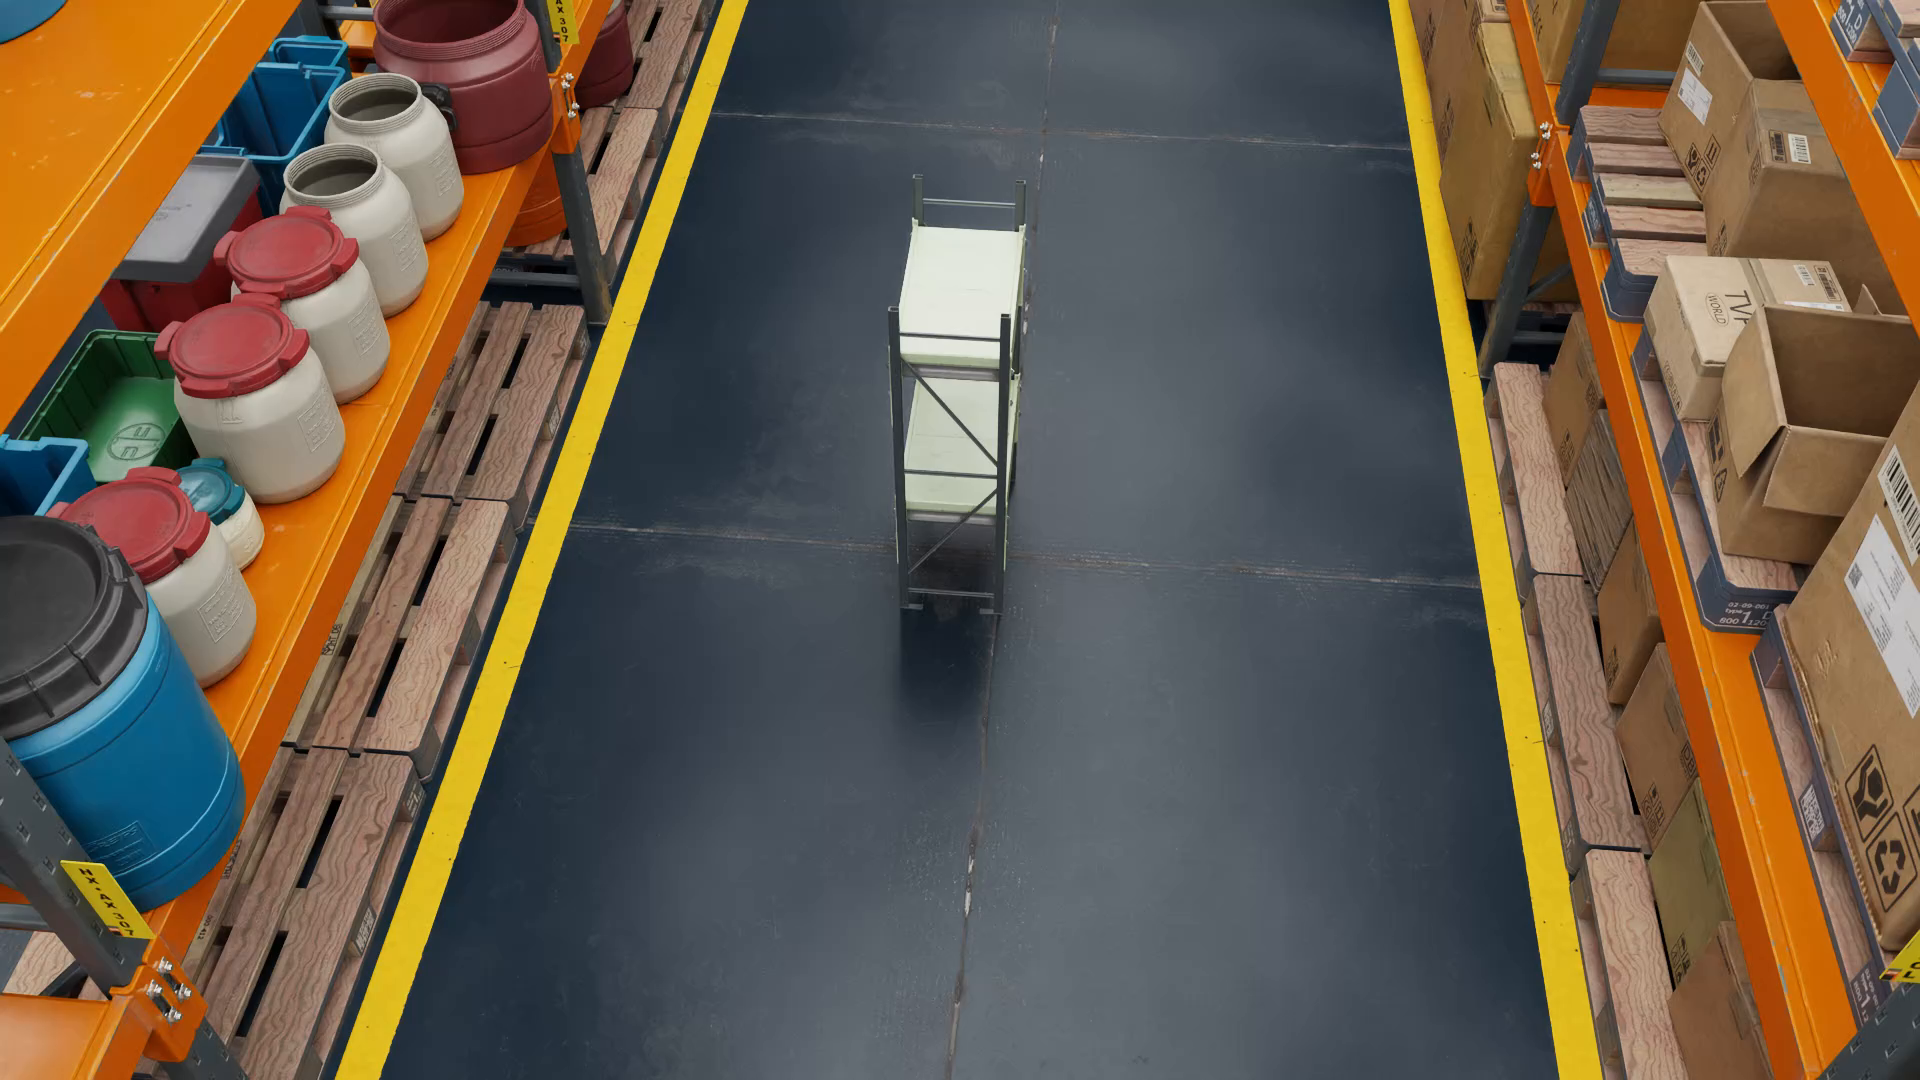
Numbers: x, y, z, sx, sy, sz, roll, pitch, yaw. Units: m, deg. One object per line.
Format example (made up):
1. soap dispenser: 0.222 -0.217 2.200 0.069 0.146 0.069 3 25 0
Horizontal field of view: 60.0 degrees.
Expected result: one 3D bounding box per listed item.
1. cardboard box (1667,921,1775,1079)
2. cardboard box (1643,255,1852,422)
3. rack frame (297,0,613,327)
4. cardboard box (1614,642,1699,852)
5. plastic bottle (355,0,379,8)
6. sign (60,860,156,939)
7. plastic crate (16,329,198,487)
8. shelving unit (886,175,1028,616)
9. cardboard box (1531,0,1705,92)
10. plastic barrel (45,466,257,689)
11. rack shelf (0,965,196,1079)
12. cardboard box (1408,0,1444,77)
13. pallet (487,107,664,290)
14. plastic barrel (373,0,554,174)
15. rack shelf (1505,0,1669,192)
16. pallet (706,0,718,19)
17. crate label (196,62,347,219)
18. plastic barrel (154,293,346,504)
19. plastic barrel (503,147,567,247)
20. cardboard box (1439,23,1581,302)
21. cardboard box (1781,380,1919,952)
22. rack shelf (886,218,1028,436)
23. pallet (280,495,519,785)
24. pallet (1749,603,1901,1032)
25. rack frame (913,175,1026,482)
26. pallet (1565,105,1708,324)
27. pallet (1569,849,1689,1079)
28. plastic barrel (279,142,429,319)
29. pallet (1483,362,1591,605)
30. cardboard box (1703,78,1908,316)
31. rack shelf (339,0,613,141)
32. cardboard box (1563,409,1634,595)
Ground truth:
1. cardboard box: 2.529 1.447 4.789 0.700 0.500 0.500 1 48 1
2. cardboard box: 2.435 -0.612 5.094 0.500 0.250 0.500 3 48 2
3. rack frame: -2.116 -2.070 6.611 1.000 3.000 0.127 4 48 4
4. cardboard box: 2.642 0.687 5.485 0.700 0.500 0.500 0 48 0
5. plastic bottle: -2.504 -2.357 6.952 0.061 0.283 0.133 4 48 4
6. sign: -1.934 0.821 3.779 0.100 0.325 0.005 4 48 4
7. plastic crate: -2.603 -0.358 5.189 0.450 0.188 0.662 4 48 4
8. shelving unit: -0.001 -0.501 6.192 0.431 1.500 0.755 4 48 4
9. cardboard box: 2.615 -2.150 6.616 0.500 0.500 0.500 5 48 5
10. plastic barrel: -2.175 0.135 4.502 0.433 0.535 0.433 0 48 0
11. rack shelf: -2.663 2.581 2.844 1.077 0.370 4.000 4 48 4
12. cardboard box: 3.062 -2.973 8.592 1.225 0.875 0.875 2 48 2
13. pallet: -2.086 -1.712 8.172 1.003 0.211 1.213 4 48 4
14. plastic barrel: -1.857 -1.755 6.230 0.600 0.536 0.708 4 48 4
15. rack shelf: 2.999 -2.964 7.916 1.077 0.370 4.000 4 48 4
16. pallet: -1.863 -3.505 9.812 1.003 0.211 1.213 4 48 4
17. crate label: -2.476 -1.371 5.947 0.502 0.435 0.616 4 48 4
18. plastic barrel: -2.108 -0.404 4.995 0.433 0.535 0.433 0 48 0
19. plastic barrel: -2.088 -1.840 7.587 0.600 0.830 0.708 4 48 4
20. cardboard box: 2.900 -1.668 7.398 1.225 0.875 0.875 2 48 2
21. cardboard box: 2.664 0.283 3.767 1.000 1.000 1.000 4 48 4
22. rack shelf: -0.001 -0.765 5.904 0.431 0.370 0.720 4 48 4
23. pallet: -2.339 0.331 6.304 1.003 0.211 1.213 4 48 4
24. pallet: 2.666 0.715 4.193 1.003 0.211 1.213 4 48 4
25. rack frame: 0.033 -0.770 6.438 0.400 1.500 0.023 4 48 4
26. pallet: 2.858 -1.142 5.892 1.213 0.211 1.003 4 48 4
27. pallet: 2.521 1.571 5.170 1.003 0.211 1.213 4 48 4
28. plastic barrel: -2.035 -1.028 5.582 0.421 0.512 0.421 0 48 0
29. pallet: 2.744 -0.222 6.810 1.003 0.211 1.213 4 48 4
30. cardboard box: 2.856 -1.096 5.368 0.700 0.500 0.500 10 48 9
31. rack shelf: -1.934 -3.297 8.221 1.077 0.370 4.000 4 48 4
32. cardboard box: 2.737 -0.140 6.241 0.700 0.500 0.500 0 48 0
